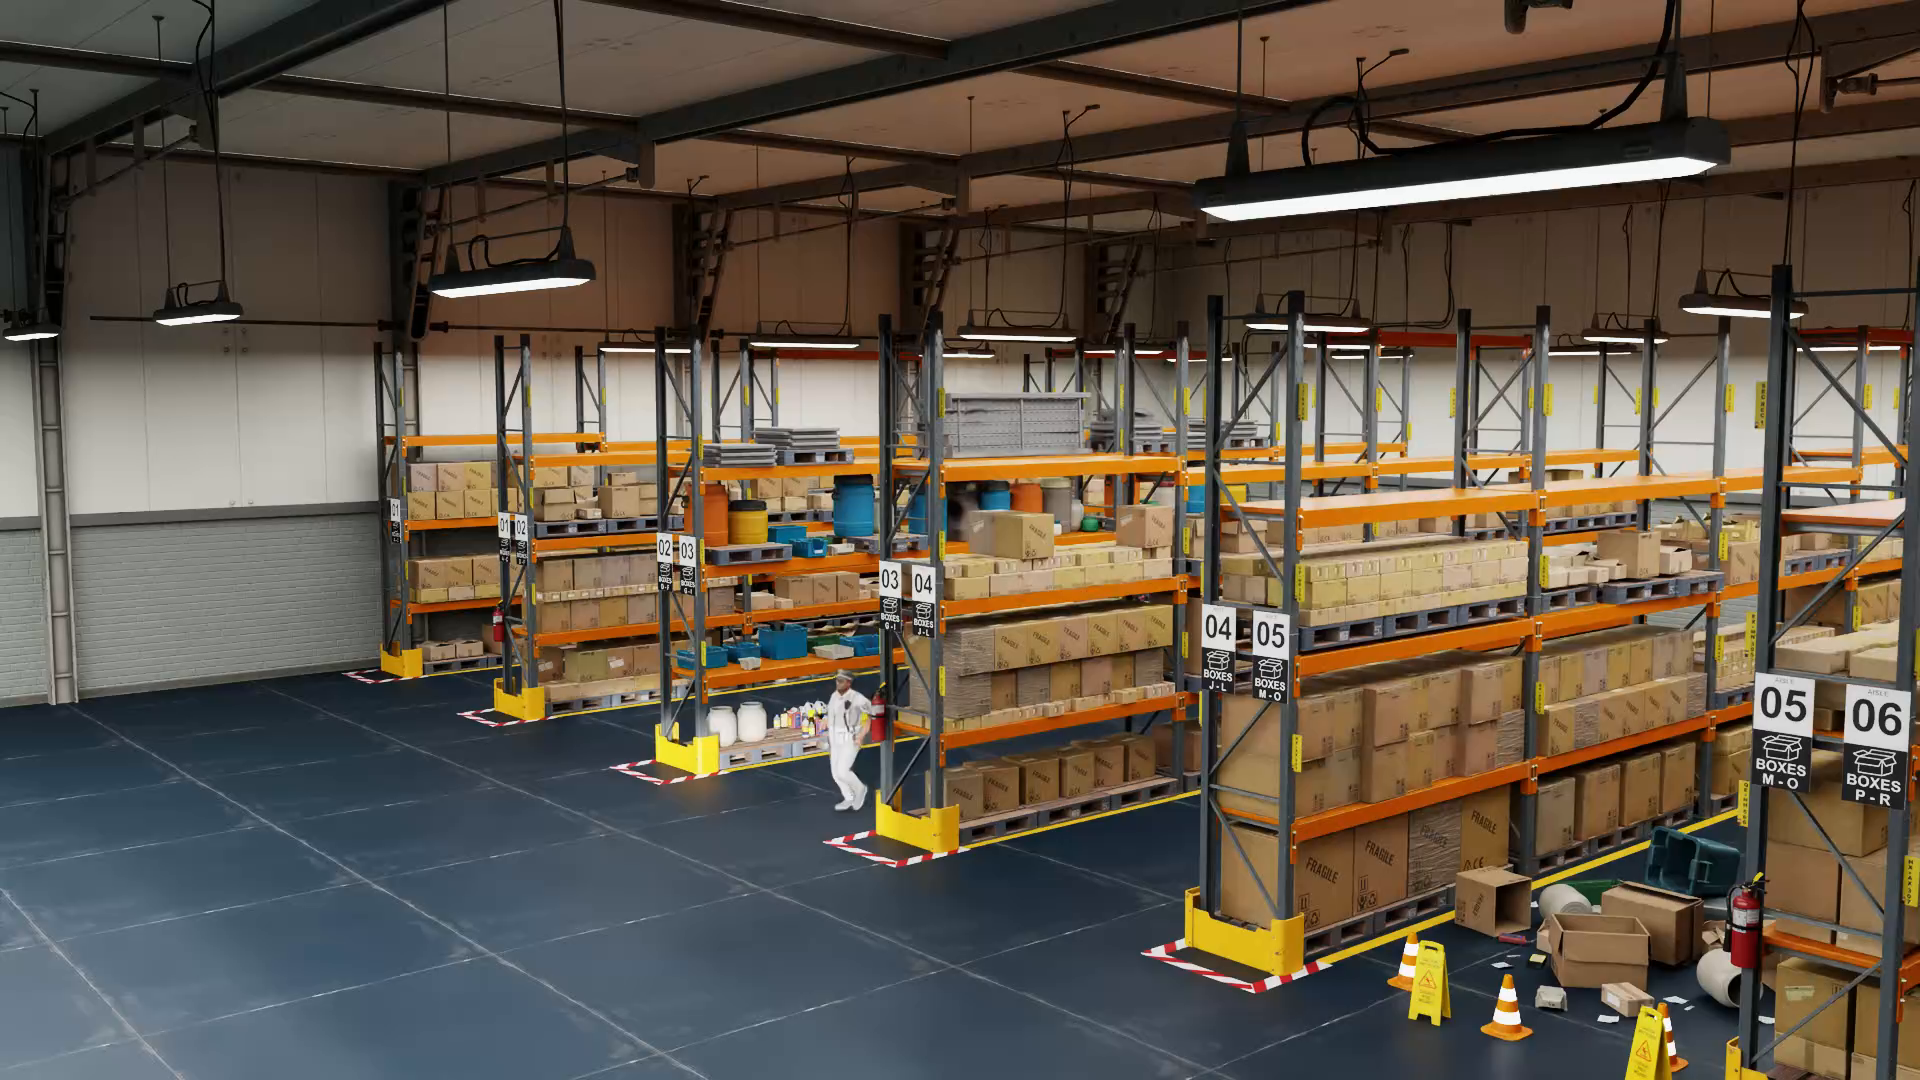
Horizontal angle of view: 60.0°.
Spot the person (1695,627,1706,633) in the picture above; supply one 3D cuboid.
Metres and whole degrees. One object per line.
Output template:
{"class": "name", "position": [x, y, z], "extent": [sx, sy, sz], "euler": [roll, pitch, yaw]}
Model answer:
{"class": "person", "position": [10.917, 2.091, 24.559], "extent": [1.020, 1.619, 0.593], "euler": [-4, 6, -35]}

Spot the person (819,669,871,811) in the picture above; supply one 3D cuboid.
{"class": "person", "position": [-1.428, 2.446, 20.280], "extent": [0.661, 1.769, 0.578], "euler": [5, 7, 42]}
